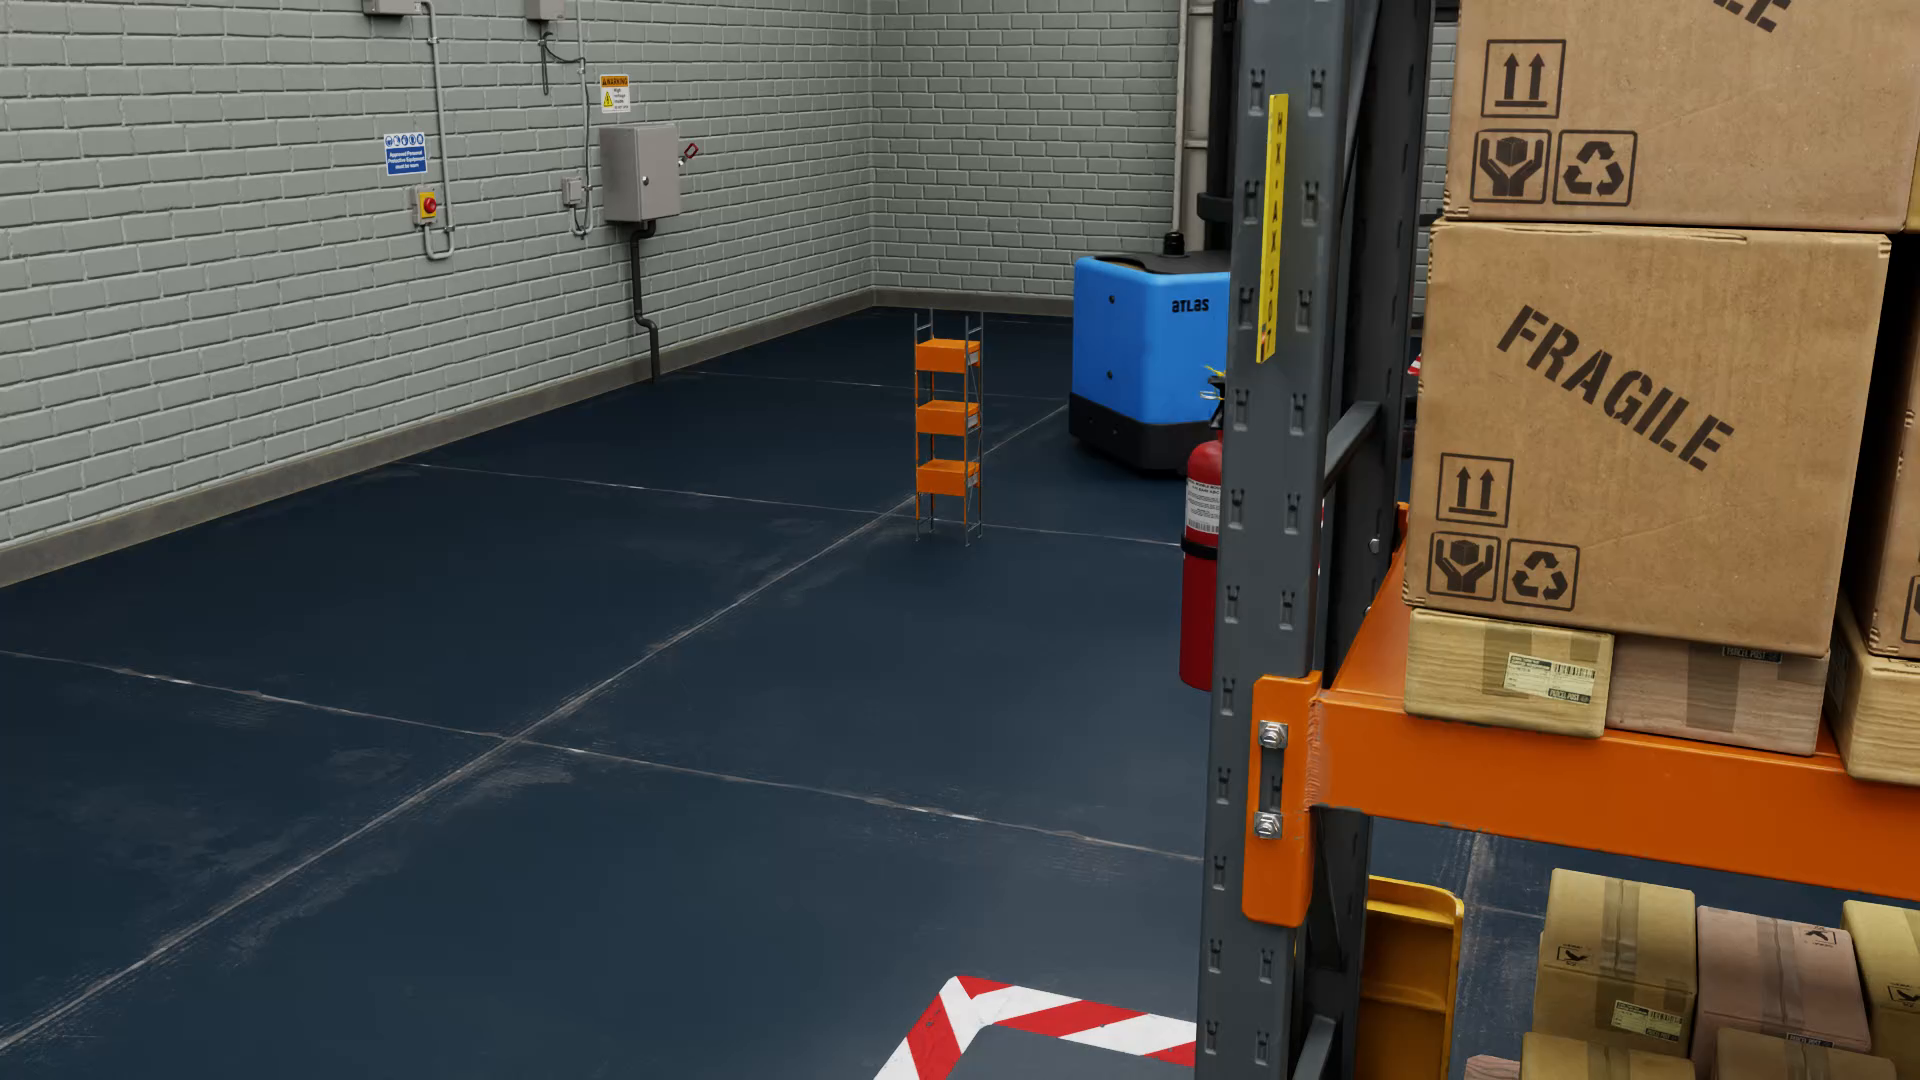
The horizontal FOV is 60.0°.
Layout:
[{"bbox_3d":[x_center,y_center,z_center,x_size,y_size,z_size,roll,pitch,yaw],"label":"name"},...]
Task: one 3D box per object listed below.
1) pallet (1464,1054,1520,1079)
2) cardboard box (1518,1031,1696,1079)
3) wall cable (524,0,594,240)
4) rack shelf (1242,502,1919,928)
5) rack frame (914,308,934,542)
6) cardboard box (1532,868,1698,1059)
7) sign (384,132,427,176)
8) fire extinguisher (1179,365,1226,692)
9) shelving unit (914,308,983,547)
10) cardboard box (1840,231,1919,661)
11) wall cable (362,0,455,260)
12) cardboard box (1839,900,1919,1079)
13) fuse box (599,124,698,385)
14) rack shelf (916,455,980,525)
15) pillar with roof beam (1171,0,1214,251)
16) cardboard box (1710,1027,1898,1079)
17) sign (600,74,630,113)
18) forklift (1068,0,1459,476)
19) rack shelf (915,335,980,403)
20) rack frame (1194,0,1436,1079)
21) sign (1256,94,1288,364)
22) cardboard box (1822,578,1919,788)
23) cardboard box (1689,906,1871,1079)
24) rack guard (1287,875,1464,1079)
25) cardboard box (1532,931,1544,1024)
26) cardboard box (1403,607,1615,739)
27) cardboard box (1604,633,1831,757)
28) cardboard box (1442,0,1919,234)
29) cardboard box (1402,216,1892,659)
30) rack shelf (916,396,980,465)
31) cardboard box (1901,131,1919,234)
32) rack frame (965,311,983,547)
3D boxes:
[{"bbox_3d":[1.404,1.325,2.731,1.213,0.211,1.003,6,17,21],"label":"pallet"},{"bbox_3d":[0.953,0.909,2.454,0.250,0.149,0.380,5,17,18],"label":"cardboard box"},{"bbox_3d":[-2.432,-2.836,10.240,0.122,1.984,0.588,6,17,21],"label":"wall cable"},{"bbox_3d":[2.451,0.436,2.082,4.000,0.370,1.077,6,17,21],"label":"rack shelf"},{"bbox_3d":[-0.163,-0.522,7.589,0.008,1.050,0.200,6,17,21],"label":"rack frame"},{"bbox_3d":[1.176,0.756,2.982,0.250,0.149,0.380,6,17,21],"label":"cardboard box"},{"bbox_3d":[-3.016,-2.103,9.051,0.001,0.218,0.327,6,17,21],"label":"sign"},{"bbox_3d":[0.526,-0.043,3.250,0.183,0.674,0.296,6,17,21],"label":"fire extinguisher"},{"bbox_3d":[-0.050,-0.510,7.546,0.252,1.050,0.215,6,17,21],"label":"shelving unit"},{"bbox_3d":[1.414,-0.139,2.060,0.500,0.500,0.500,6,17,21],"label":"cardboard box"},{"bbox_3d":[-2.941,-2.482,8.964,0.123,1.953,0.585,6,17,21],"label":"wall cable"},{"bbox_3d":[1.676,0.790,2.865,0.250,0.149,0.380,6,17,19],"label":"cardboard box"},{"bbox_3d":[-2.035,-1.890,11.115,0.414,1.711,0.539,6,17,21],"label":"fuse box"},{"bbox_3d":[-0.050,-0.233,7.627,0.240,0.259,0.215,6,17,21],"label":"rack shelf"},{"bbox_3d":[0.374,-4.970,8.653,0.400,9.000,9.100,6,17,21],"label":"pillar with roof beam"},{"bbox_3d":[1.254,0.906,2.465,0.250,0.149,0.380,7,17,22],"label":"cardboard box"},{"bbox_3d":[-2.248,-2.912,10.844,0.001,0.242,0.339,6,17,21],"label":"sign"},{"bbox_3d":[2.192,-1.984,9.250,3.031,2.935,1.130,-6,17,-20],"label":"forklift"},{"bbox_3d":[-0.050,-0.772,7.470,0.240,0.259,0.215,6,17,21],"label":"rack shelf"},{"bbox_3d":[0.589,-0.113,2.683,0.053,2.616,0.949,6,17,21],"label":"rack frame"},{"bbox_3d":[0.392,-0.389,2.081,0.005,0.325,0.100,6,17,21],"label":"sign"},{"bbox_3d":[1.254,0.181,2.119,0.250,0.149,0.380,6,17,19],"label":"cardboard box"},{"bbox_3d":[1.389,0.797,2.842,0.250,0.149,0.380,7,17,22],"label":"cardboard box"},{"bbox_3d":[0.661,1.094,3.008,0.348,0.500,1.175,6,17,21],"label":"rack guard"},{"bbox_3d":[1.186,0.890,3.053,0.250,0.149,0.380,6,17,19],"label":"cardboard box"},{"bbox_3d":[0.772,0.125,2.314,0.250,0.149,0.380,6,17,20],"label":"cardboard box"},{"bbox_3d":[1.024,0.140,2.262,0.250,0.149,0.380,7,18,23],"label":"cardboard box"},{"bbox_3d":[0.911,-0.670,2.096,0.500,0.500,0.500,6,17,20],"label":"cardboard box"},{"bbox_3d":[0.907,-0.187,2.226,0.500,0.500,0.500,7,18,23],"label":"cardboard box"},{"bbox_3d":[-0.050,-0.499,7.549,0.240,0.259,0.215,6,17,21],"label":"rack shelf"},{"bbox_3d":[1.383,-0.620,1.924,0.500,0.500,0.500,7,18,22],"label":"cardboard box"},{"bbox_3d":[0.064,-0.497,7.503,0.008,1.050,0.200,6,17,21],"label":"rack frame"}]
